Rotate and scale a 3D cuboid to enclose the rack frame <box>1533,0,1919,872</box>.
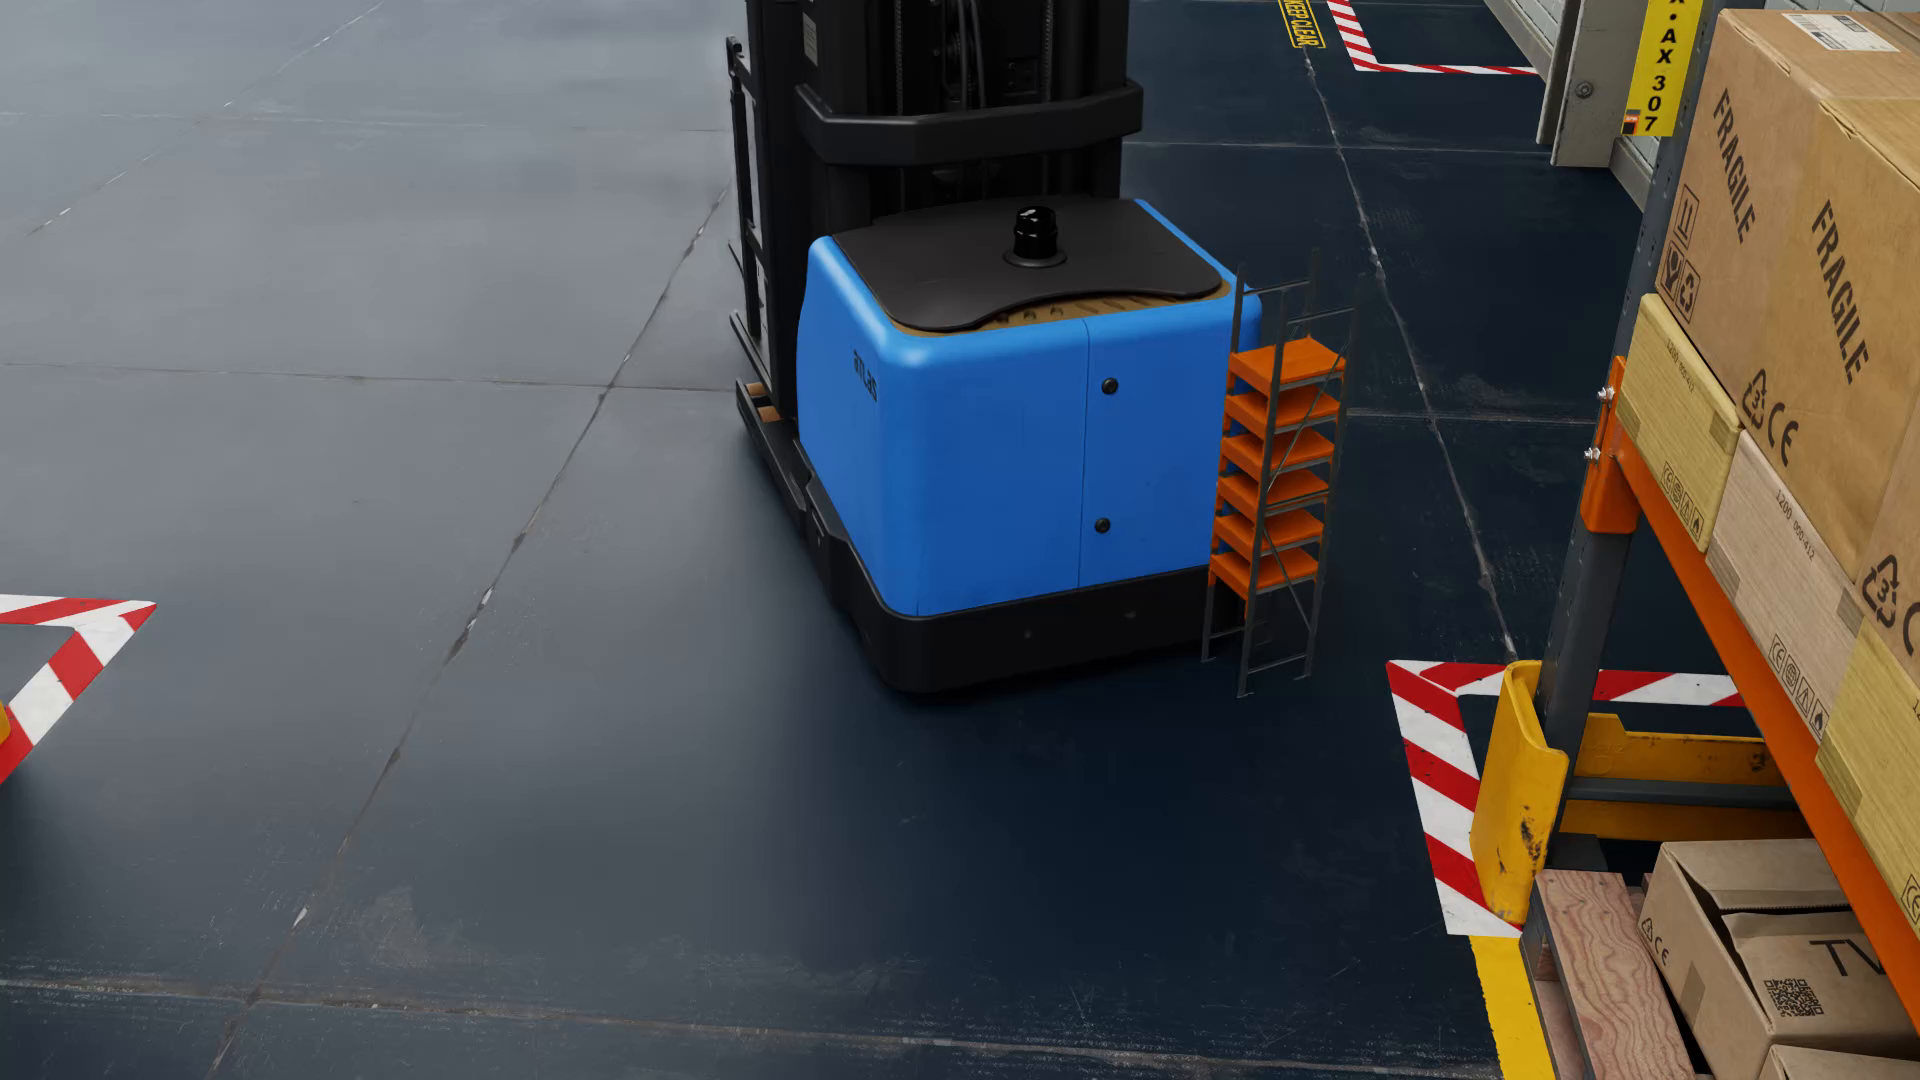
[{"bbox_3d":[1.824,-0.501,3.204,1.000,3.000,0.127,2,32,4],"label":"rack frame"}]

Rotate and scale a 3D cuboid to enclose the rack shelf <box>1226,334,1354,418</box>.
[{"bbox_3d":[0.827,-0.415,4.178,0.258,0.103,0.180,-14,35,-22],"label":"rack shelf"}]

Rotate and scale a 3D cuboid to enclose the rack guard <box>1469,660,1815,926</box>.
[{"bbox_3d":[1.817,0.603,3.795,1.175,0.500,0.348,2,32,4],"label":"rack guard"}]

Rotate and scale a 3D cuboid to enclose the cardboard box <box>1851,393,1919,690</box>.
[{"bbox_3d":[1.387,0.000,1.800,0.500,0.500,0.500,1,32,2],"label":"cardboard box"}]

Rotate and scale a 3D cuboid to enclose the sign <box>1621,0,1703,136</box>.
[{"bbox_3d":[1.283,-0.892,3.014,0.100,0.325,0.005,2,32,4],"label":"sign"}]

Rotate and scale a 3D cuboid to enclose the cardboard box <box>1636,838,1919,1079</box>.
[{"bbox_3d":[1.678,0.814,3.213,0.500,0.311,0.500,-1,32,-2],"label":"cardboard box"}]

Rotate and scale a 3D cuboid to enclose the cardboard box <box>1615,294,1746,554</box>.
[{"bbox_3d":[1.467,-0.204,2.846,0.500,0.250,0.500,2,32,3],"label":"cardboard box"}]

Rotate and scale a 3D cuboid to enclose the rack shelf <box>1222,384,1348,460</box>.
[{"bbox_3d":[0.827,-0.313,4.241,0.258,0.103,0.180,-14,35,-22],"label":"rack shelf"}]

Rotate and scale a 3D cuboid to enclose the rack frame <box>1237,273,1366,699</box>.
[{"bbox_3d":[0.867,-0.103,4.274,0.240,1.200,0.006,-14,35,-22],"label":"rack frame"}]

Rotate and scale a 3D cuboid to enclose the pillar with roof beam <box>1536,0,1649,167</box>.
[{"bbox_3d":[-1.173,-5.973,6.365,9.100,9.000,0.400,2,32,4],"label":"pillar with roof beam"}]

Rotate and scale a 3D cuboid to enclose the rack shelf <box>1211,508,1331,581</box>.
[{"bbox_3d":[0.827,-0.007,4.430,0.258,0.103,0.180,-14,35,-22],"label":"rack shelf"}]

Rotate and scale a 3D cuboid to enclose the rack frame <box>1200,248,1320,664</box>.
[{"bbox_3d":[0.787,-0.190,4.414,0.240,1.200,0.006,-14,35,-22],"label":"rack frame"}]

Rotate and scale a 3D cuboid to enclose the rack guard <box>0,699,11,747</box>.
[{"bbox_3d":[-3.112,0.341,4.220,1.175,0.500,0.348,2,32,4],"label":"rack guard"}]

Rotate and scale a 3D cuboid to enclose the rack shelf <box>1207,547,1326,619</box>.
[{"bbox_3d":[0.826,0.095,4.493,0.258,0.103,0.180,-14,35,-22],"label":"rack shelf"}]

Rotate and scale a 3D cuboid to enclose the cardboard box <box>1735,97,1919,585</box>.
[{"bbox_3d":[1.435,-0.270,2.238,0.500,0.500,0.500,3,32,4],"label":"cardboard box"}]

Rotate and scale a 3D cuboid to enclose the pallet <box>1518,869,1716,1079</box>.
[{"bbox_3d":[1.716,1.149,3.184,1.003,0.211,1.213,2,32,4],"label":"pallet"}]

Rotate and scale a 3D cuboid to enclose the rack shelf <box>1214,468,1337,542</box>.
[{"bbox_3d":[0.827,-0.109,4.367,0.258,0.103,0.180,-14,35,-22],"label":"rack shelf"}]

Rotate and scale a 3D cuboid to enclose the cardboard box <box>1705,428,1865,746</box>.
[{"bbox_3d":[1.439,0.068,2.404,0.500,0.250,0.500,2,32,2],"label":"cardboard box"}]

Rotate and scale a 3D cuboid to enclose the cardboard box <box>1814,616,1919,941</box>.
[{"bbox_3d":[1.392,0.334,1.972,0.500,0.250,0.500,2,32,3],"label":"cardboard box"}]

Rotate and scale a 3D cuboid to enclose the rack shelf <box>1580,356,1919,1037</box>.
[{"bbox_3d":[1.661,0.851,1.695,1.077,0.370,4.000,2,32,4],"label":"rack shelf"}]

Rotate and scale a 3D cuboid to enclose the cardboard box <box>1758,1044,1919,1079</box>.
[{"bbox_3d":[1.631,1.113,2.729,0.500,0.311,0.500,5,32,8],"label":"cardboard box"}]

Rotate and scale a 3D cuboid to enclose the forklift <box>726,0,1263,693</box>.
[{"bbox_3d":[-0.153,-1.601,5.055,1.130,2.935,3.031,-10,33,-15],"label":"forklift"}]

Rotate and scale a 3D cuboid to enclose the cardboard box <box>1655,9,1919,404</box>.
[{"bbox_3d":[1.485,-0.528,2.657,0.500,0.500,0.500,2,32,4],"label":"cardboard box"}]

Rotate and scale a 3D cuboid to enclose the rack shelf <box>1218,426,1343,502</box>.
[{"bbox_3d":[0.827,-0.211,4.304,0.258,0.103,0.180,-14,35,-22],"label":"rack shelf"}]

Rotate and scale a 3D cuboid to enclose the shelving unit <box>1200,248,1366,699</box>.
[{"bbox_3d":[0.827,-0.147,4.344,0.258,1.200,0.189,-14,35,-22],"label":"shelving unit"}]
